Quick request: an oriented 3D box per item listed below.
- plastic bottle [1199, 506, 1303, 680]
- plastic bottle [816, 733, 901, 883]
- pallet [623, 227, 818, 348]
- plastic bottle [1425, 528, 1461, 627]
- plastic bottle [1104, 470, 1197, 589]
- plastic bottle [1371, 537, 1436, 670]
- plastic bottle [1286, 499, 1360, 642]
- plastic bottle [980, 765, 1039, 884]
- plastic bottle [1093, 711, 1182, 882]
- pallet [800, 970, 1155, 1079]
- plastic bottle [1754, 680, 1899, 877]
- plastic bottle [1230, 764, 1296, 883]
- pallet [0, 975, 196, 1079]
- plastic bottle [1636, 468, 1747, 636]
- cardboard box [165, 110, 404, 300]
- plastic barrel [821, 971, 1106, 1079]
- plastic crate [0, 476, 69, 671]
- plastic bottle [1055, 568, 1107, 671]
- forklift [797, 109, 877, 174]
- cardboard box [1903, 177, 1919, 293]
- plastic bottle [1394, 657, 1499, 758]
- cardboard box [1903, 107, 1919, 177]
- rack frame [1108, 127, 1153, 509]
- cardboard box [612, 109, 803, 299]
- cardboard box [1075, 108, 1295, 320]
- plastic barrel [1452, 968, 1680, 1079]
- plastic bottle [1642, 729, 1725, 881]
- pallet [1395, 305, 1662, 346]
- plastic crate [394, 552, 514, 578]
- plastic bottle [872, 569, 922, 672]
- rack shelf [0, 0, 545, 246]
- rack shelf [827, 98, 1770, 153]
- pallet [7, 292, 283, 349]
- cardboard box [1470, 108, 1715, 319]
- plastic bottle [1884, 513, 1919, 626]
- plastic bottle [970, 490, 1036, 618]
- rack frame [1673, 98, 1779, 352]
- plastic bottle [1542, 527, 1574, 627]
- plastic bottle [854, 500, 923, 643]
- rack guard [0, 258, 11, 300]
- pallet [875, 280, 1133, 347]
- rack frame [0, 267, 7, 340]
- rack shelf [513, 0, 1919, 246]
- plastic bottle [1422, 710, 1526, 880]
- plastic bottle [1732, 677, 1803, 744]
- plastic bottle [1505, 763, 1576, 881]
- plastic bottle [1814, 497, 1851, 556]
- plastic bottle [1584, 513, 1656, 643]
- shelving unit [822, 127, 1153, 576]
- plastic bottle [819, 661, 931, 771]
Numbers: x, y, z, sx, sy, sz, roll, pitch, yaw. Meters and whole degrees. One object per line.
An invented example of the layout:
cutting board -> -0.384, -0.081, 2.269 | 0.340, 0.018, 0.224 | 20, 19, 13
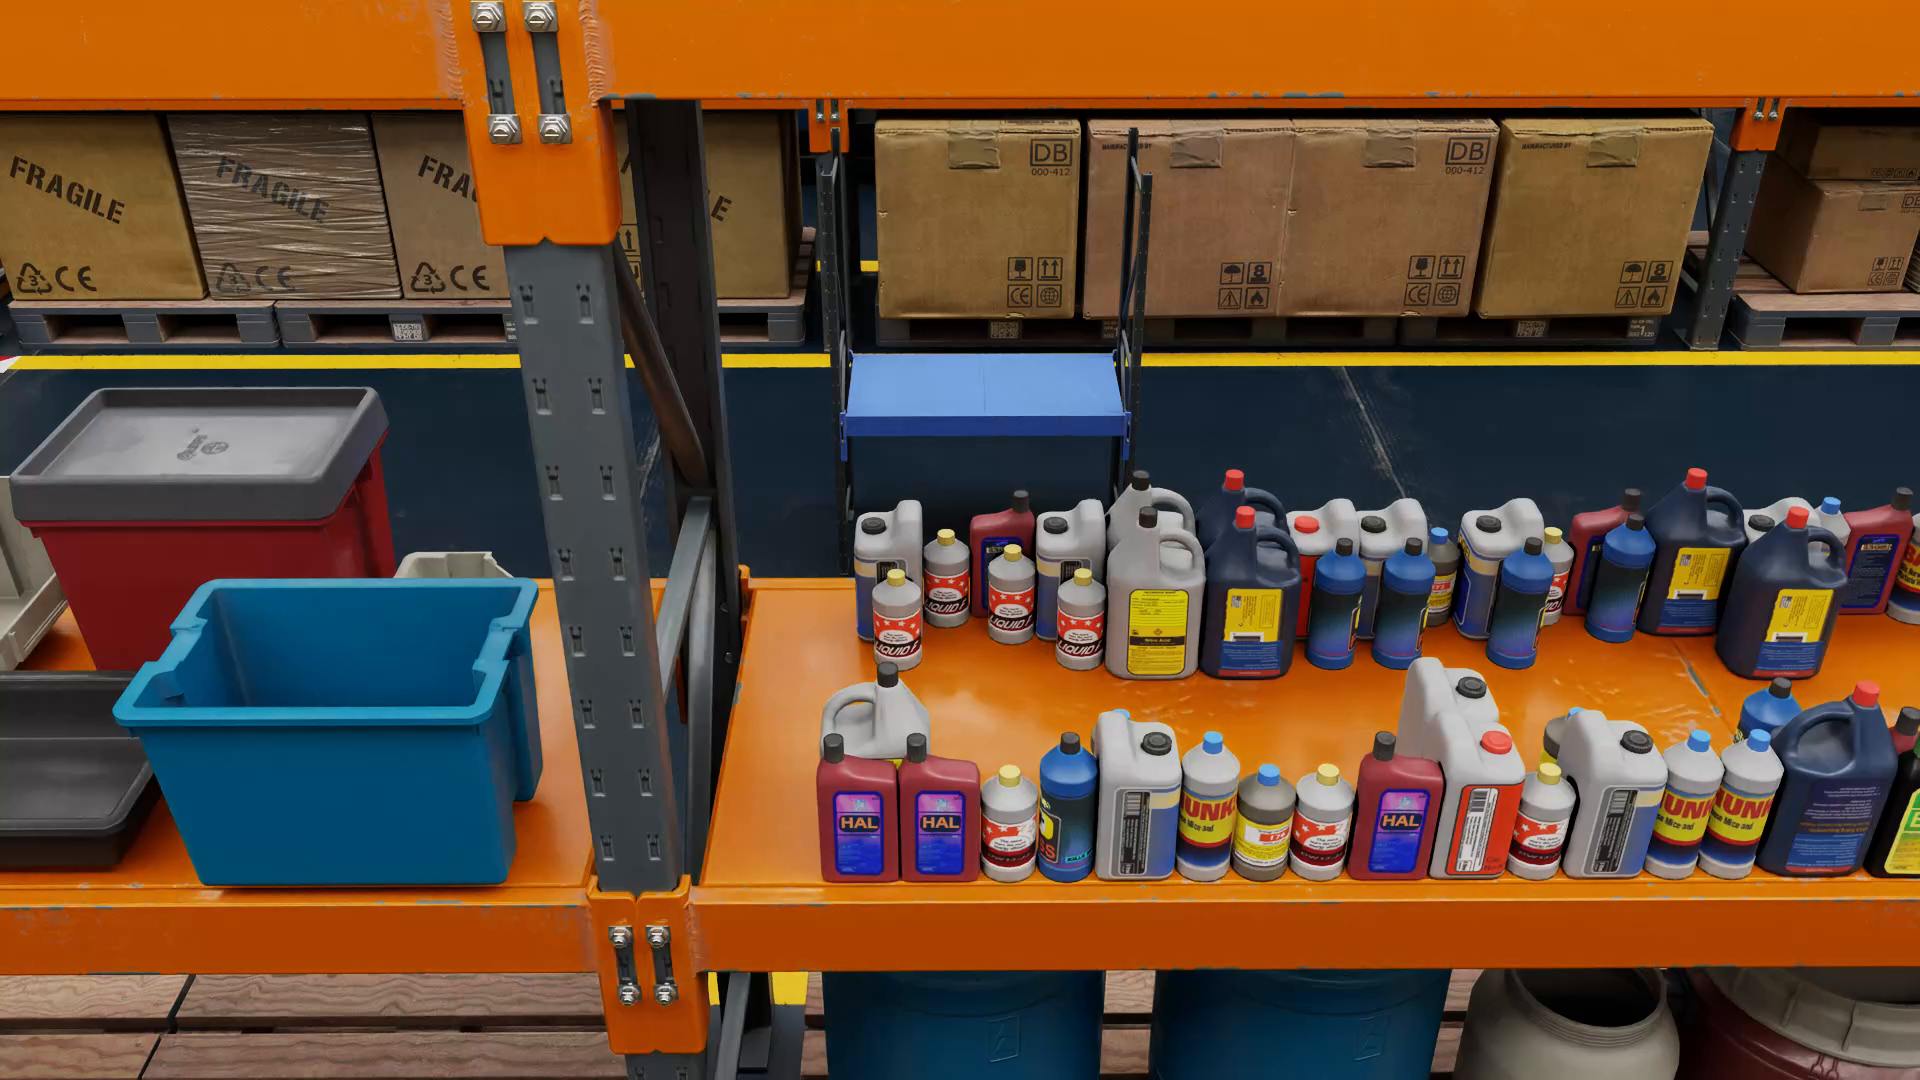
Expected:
plastic bottle -> 0.567, 0.094, 3.251 | 0.185, 0.351, 0.144 | 0, 31, 0
plastic bottle -> -0.167, 0.441, 2.744 | 0.133, 0.283, 0.061 | 0, 31, 0
pallet -> -1.327, -1.244, 8.097 | 1.213, 0.211, 1.003 | 0, 31, 0
plastic bottle -> 0.976, 0.069, 3.435 | 0.097, 0.201, 0.097 | 0, 31, 0
plastic bottle -> 0.381, 0.020, 3.374 | 0.185, 0.351, 0.144 | 0, 31, 0
plastic bottle -> 0.879, 0.119, 3.287 | 0.097, 0.271, 0.097 | 0, 31, 0
plastic bottle -> 0.726, 0.053, 3.391 | 0.135, 0.276, 0.152 | 0, 31, 0
plastic bottle -> 0.082, 0.466, 2.782 | 0.097, 0.201, 0.097 | 0, 31, 0
plastic bottle -> 0.295, 0.419, 2.787 | 0.135, 0.276, 0.152 | 0, 31, 0
pallet -> 0.236, 1.382, 3.768 | 1.213, 0.211, 1.003 | 0, 31, 0
plastic bottle -> 1.441, 0.386, 2.770 | 0.185, 0.351, 0.144 | 0, 31, 0
plastic bottle -> 0.508, 0.465, 2.784 | 0.097, 0.201, 0.097 | 0, 31, 0
pallet -> -2.494, 1.391, 3.754 | 1.213, 0.211, 1.003 | 0, 31, 0
plastic bottle -> 1.482, 0.016, 3.379 | 0.185, 0.351, 0.144 | 0, 31, 0
cardboard box -> -3.017, -1.703, 7.809 | 0.875, 0.875, 0.875 | 0, 31, 0
plastic barrel -> 0.008, 0.896, 3.500 | 0.708, 0.901, 0.600 | 0, 31, 0
plastic crate -> -2.064, 0.105, 3.241 | 0.530, 0.282, 0.437 | 0, 31, 0
plastic bottle -> 0.241, 0.151, 3.302 | 0.097, 0.201, 0.097 | 0, 31, 0
forklift -> -0.431, -3.604, 9.364 | 3.031, 2.935, 1.130 | 0, 31, -1
cardboard box -> 4.658, -1.551, 7.900 | 0.500, 0.500, 0.700 | -3, 31, -4
plastic bottle -> 0.854, 0.339, 2.920 | 0.135, 0.276, 0.152 | 0, 31, 0
cardboard box -> 4.634, -1.875, 7.712 | 0.500, 0.250, 0.500 | 3, 31, 5
rack frame -> 0.594, -0.643, 5.864 | 0.032, 1.500, 0.500 | 0, 31, 0
cardboard box -> -1.227, -1.709, 7.818 | 0.875, 0.875, 0.875 | 0, 31, 0
cardboard box -> 0.967, -1.685, 7.779 | 0.875, 0.875, 1.225 | -1, 31, -2
plastic barrel -> 1.281, 1.105, 3.531 | 0.421, 0.512, 0.421 | 0, 31, 0
plastic bottle -> 1.203, 0.433, 2.769 | 0.097, 0.271, 0.097 | 0, 31, 0
pallet -> 2.645, -1.255, 8.115 | 1.213, 0.211, 1.003 | 0, 31, 0
plastic crate -> -1.003, 0.186, 3.249 | 0.243, 0.136, 0.396 | 0, 31, 0
plastic bottle -> -0.125, 0.152, 3.300 | 0.097, 0.201, 0.097 | 0, 31, 0
rack shelf -> -2.536, -0.798, 2.474 | 4.000, 0.370, 1.077 | 0, 31, 0
rack shelf -> 1.434, -2.097, 7.508 | 4.000, 0.370, 1.077 | 0, 31, 0
pallet -> -3.767, -1.236, 8.084 | 1.213, 0.211, 1.003 | 0, 31, 0
cardboard box -> 2.744, -1.690, 7.788 | 0.875, 0.875, 1.225 | -2, 31, -3
plastic bottle -> 1.989, 0.036, 3.422 | 0.097, 0.271, 0.097 | 0, 31, 0
plastic bottle -> 0.087, 0.028, 3.425 | 0.133, 0.283, 0.061 | 0, 31, 0
rack frame -> 3.434, -2.411, 7.331 | 0.127, 3.000, 1.000 | 0, 31, 0
plastic bottle -> 1.208, 0.069, 3.437 | 0.097, 0.201, 0.097 | 0, 31, 0
plastic bottle -> -0.144, 0.055, 3.387 | 0.135, 0.276, 0.152 | 0, 31, 0
rack guard -> -4.590, -1.317, 7.938 | 0.348, 0.500, 1.175 | 0, 31, 0
pallet -> 0.205, -1.247, 8.102 | 1.213, 0.211, 1.003 | 0, 31, 0
rack frame -> -4.566, -2.386, 7.290 | 0.127, 3.000, 1.000 | 0, 31, 0
rack shelf -> 1.464, -0.810, 2.495 | 4.000, 0.370, 1.077 | 0, 31, 0
plastic bottle -> 0.855, 0.417, 2.790 | 0.135, 0.276, 0.152 | 0, 31, 0
plastic bottle -> 1.397, 0.357, 2.894 | 0.097, 0.271, 0.097 | 0, 31, 0
plastic bottle -> 0.971, 0.463, 2.786 | 0.097, 0.201, 0.097 | 0, 31, 0
plastic bottle -> 1.758, 0.037, 3.421 | 0.097, 0.271, 0.097 | 0, 31, 0
plastic bottle -> 1.342, 0.070, 3.367 | 0.097, 0.271, 0.097 | 0, 31, 0
shelving unit -> 0.085, -0.641, 5.861 | 1.048, 1.500, 0.538 | 0, 31, 0
plastic bottle -> -0.142, 0.359, 2.814 | 0.185, 0.351, 0.144 | 0, 31, 0
